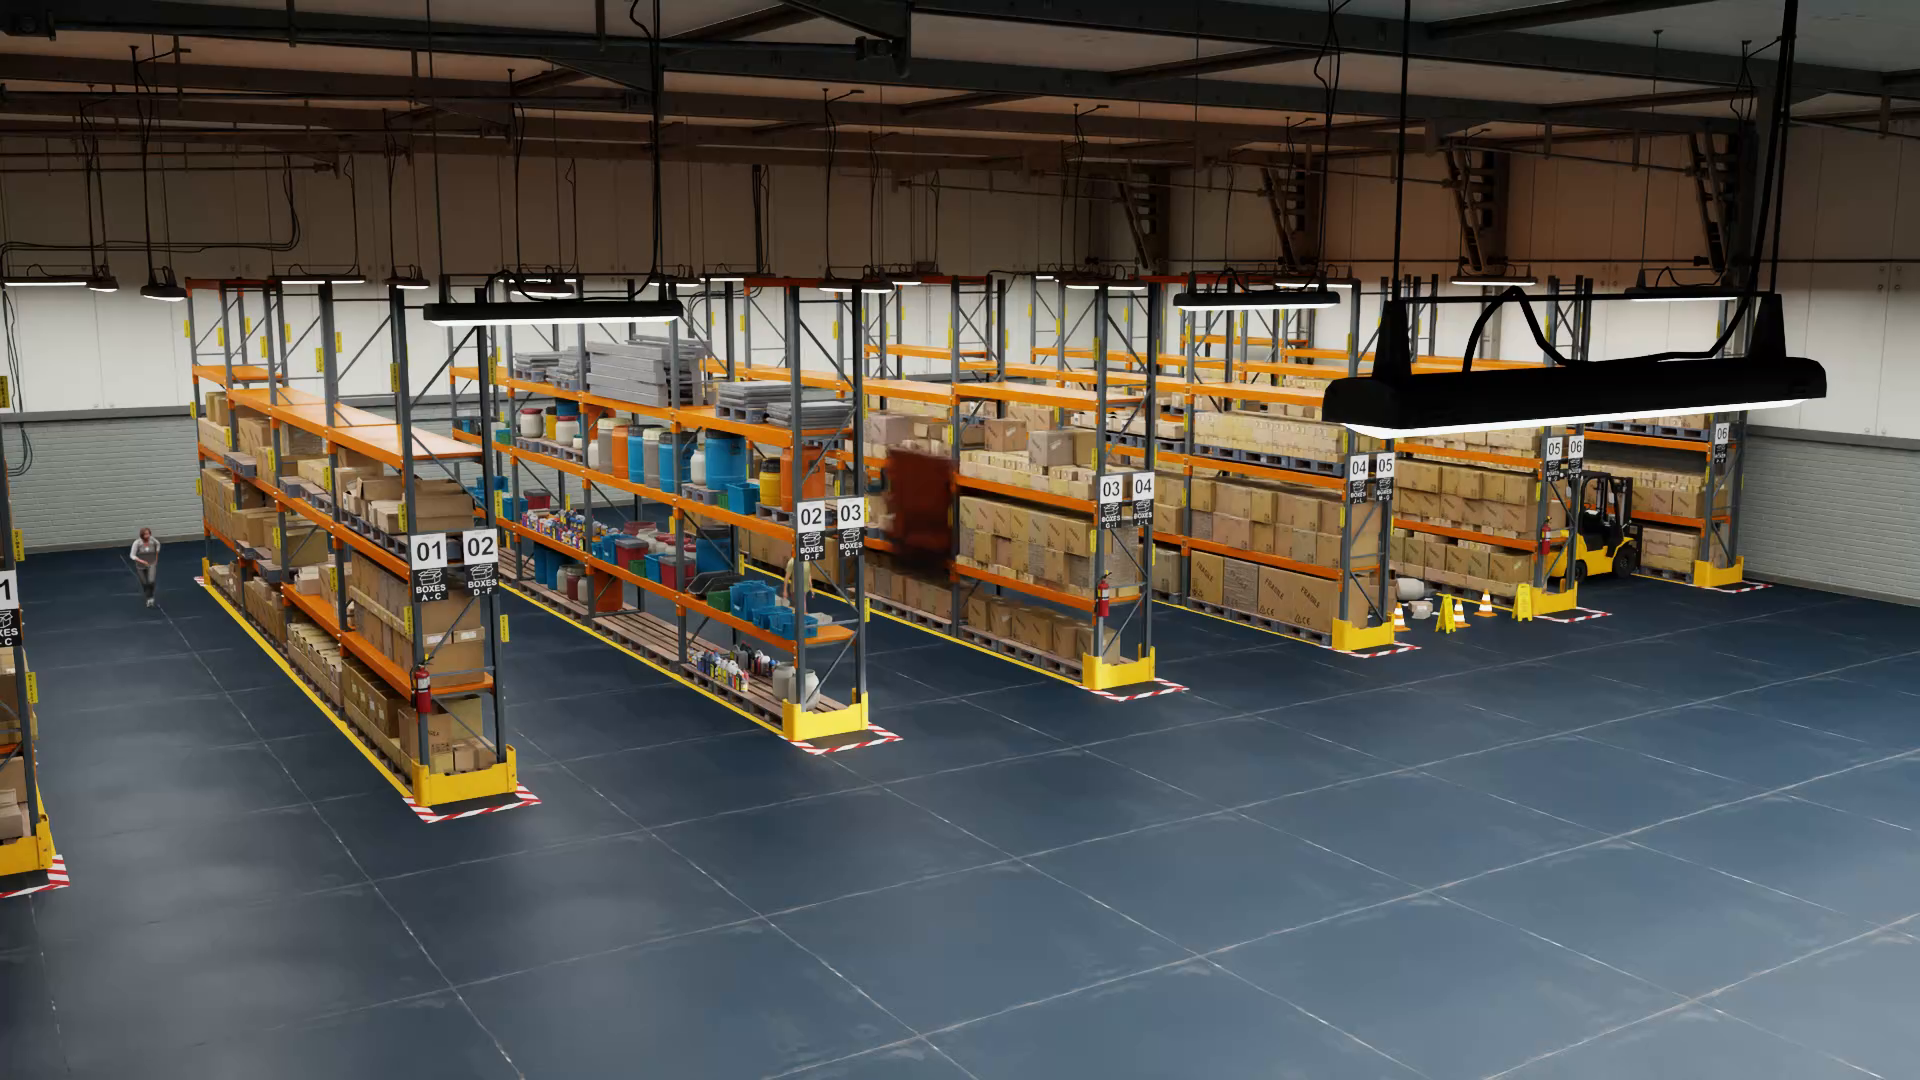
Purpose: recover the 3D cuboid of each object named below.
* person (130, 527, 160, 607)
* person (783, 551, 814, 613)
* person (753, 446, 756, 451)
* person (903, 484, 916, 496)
[{"bbox_3d":[-14.901,0.486,30.469,0.492,1.510,0.781,-4,10,-23],"label":"person"},{"bbox_3d":[-2.474,0.812,26.364,1.003,1.621,0.474,5,11,29],"label":"person"},{"bbox_3d":[-5.212,-1.478,41.533,0.586,1.807,0.463,6,11,33],"label":"person"},{"bbox_3d":[-1.366,-1.631,42.701,0.438,1.645,0.802,8,12,38],"label":"person"}]
